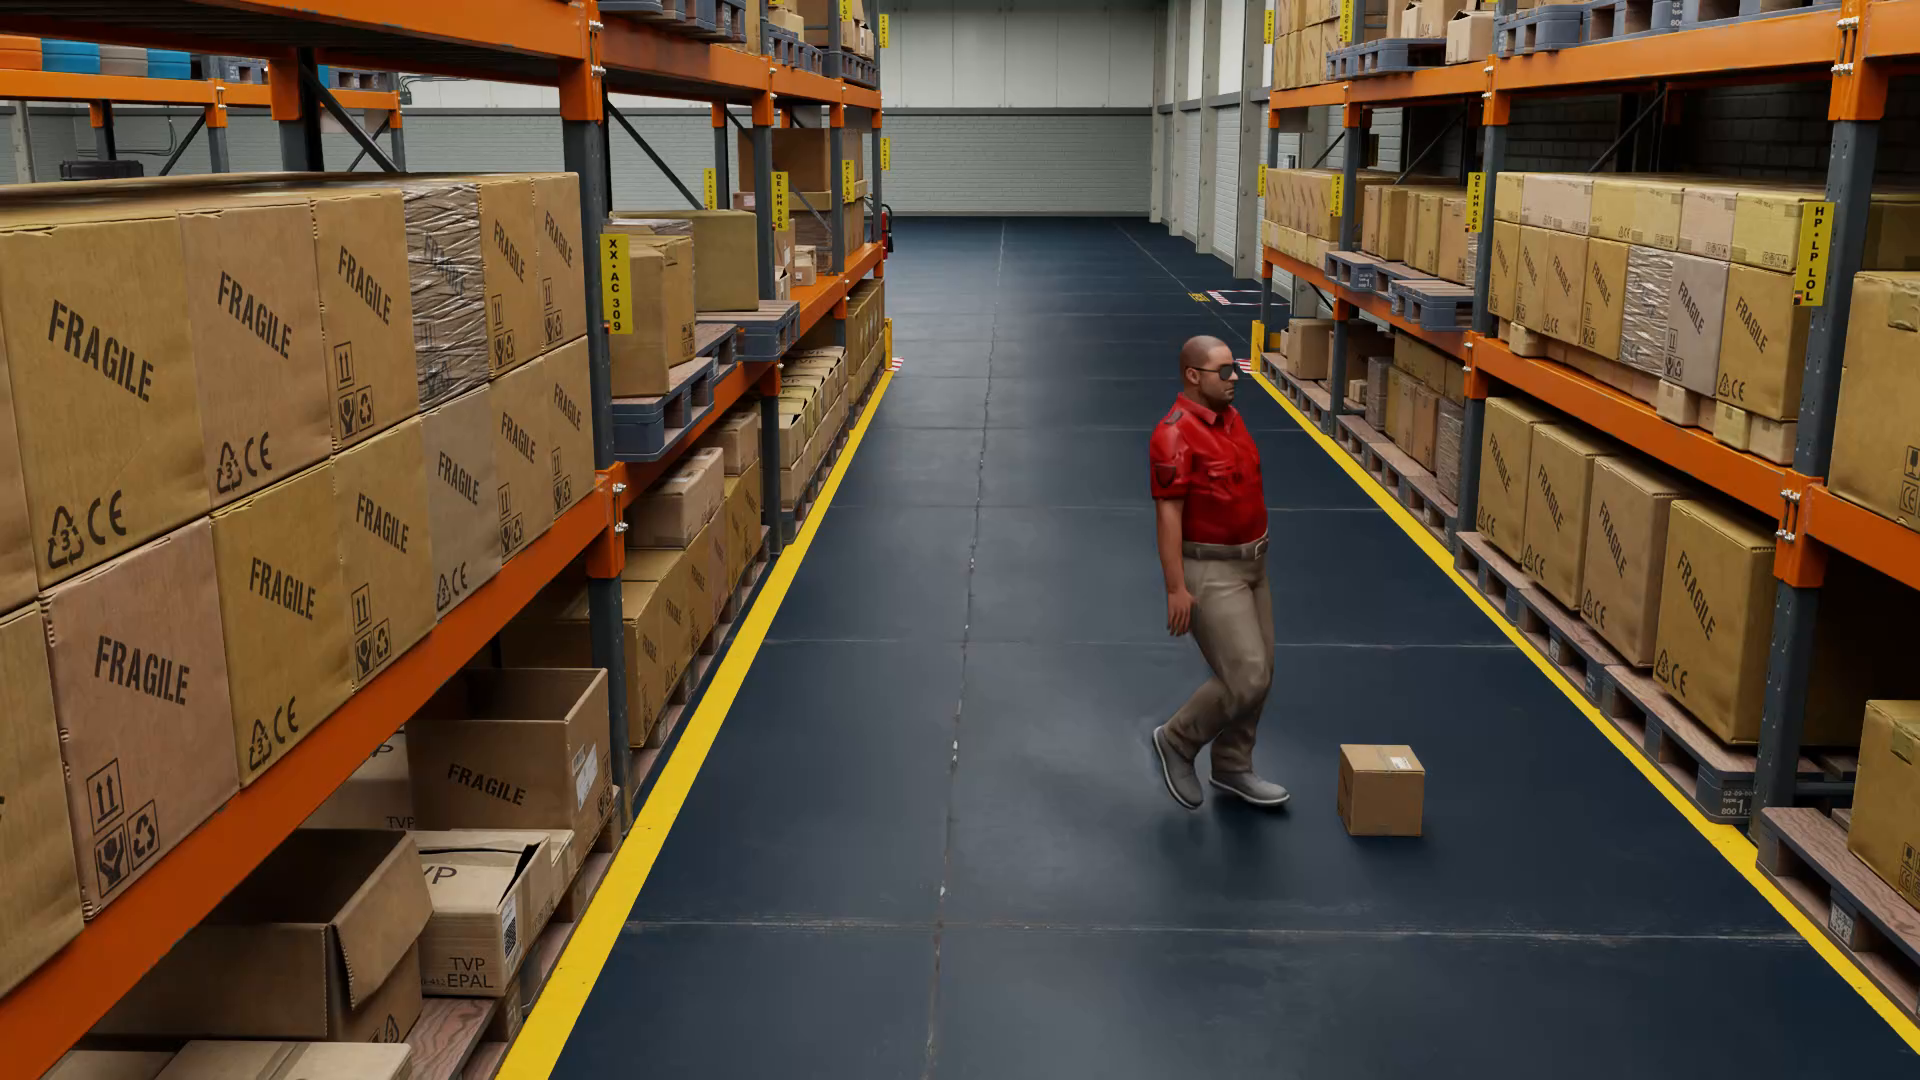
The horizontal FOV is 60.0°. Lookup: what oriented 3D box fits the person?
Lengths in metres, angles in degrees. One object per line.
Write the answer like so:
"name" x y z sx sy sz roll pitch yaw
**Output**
"person" 0.951 0.136 5.925 0.479 1.721 0.568 10 17 35
